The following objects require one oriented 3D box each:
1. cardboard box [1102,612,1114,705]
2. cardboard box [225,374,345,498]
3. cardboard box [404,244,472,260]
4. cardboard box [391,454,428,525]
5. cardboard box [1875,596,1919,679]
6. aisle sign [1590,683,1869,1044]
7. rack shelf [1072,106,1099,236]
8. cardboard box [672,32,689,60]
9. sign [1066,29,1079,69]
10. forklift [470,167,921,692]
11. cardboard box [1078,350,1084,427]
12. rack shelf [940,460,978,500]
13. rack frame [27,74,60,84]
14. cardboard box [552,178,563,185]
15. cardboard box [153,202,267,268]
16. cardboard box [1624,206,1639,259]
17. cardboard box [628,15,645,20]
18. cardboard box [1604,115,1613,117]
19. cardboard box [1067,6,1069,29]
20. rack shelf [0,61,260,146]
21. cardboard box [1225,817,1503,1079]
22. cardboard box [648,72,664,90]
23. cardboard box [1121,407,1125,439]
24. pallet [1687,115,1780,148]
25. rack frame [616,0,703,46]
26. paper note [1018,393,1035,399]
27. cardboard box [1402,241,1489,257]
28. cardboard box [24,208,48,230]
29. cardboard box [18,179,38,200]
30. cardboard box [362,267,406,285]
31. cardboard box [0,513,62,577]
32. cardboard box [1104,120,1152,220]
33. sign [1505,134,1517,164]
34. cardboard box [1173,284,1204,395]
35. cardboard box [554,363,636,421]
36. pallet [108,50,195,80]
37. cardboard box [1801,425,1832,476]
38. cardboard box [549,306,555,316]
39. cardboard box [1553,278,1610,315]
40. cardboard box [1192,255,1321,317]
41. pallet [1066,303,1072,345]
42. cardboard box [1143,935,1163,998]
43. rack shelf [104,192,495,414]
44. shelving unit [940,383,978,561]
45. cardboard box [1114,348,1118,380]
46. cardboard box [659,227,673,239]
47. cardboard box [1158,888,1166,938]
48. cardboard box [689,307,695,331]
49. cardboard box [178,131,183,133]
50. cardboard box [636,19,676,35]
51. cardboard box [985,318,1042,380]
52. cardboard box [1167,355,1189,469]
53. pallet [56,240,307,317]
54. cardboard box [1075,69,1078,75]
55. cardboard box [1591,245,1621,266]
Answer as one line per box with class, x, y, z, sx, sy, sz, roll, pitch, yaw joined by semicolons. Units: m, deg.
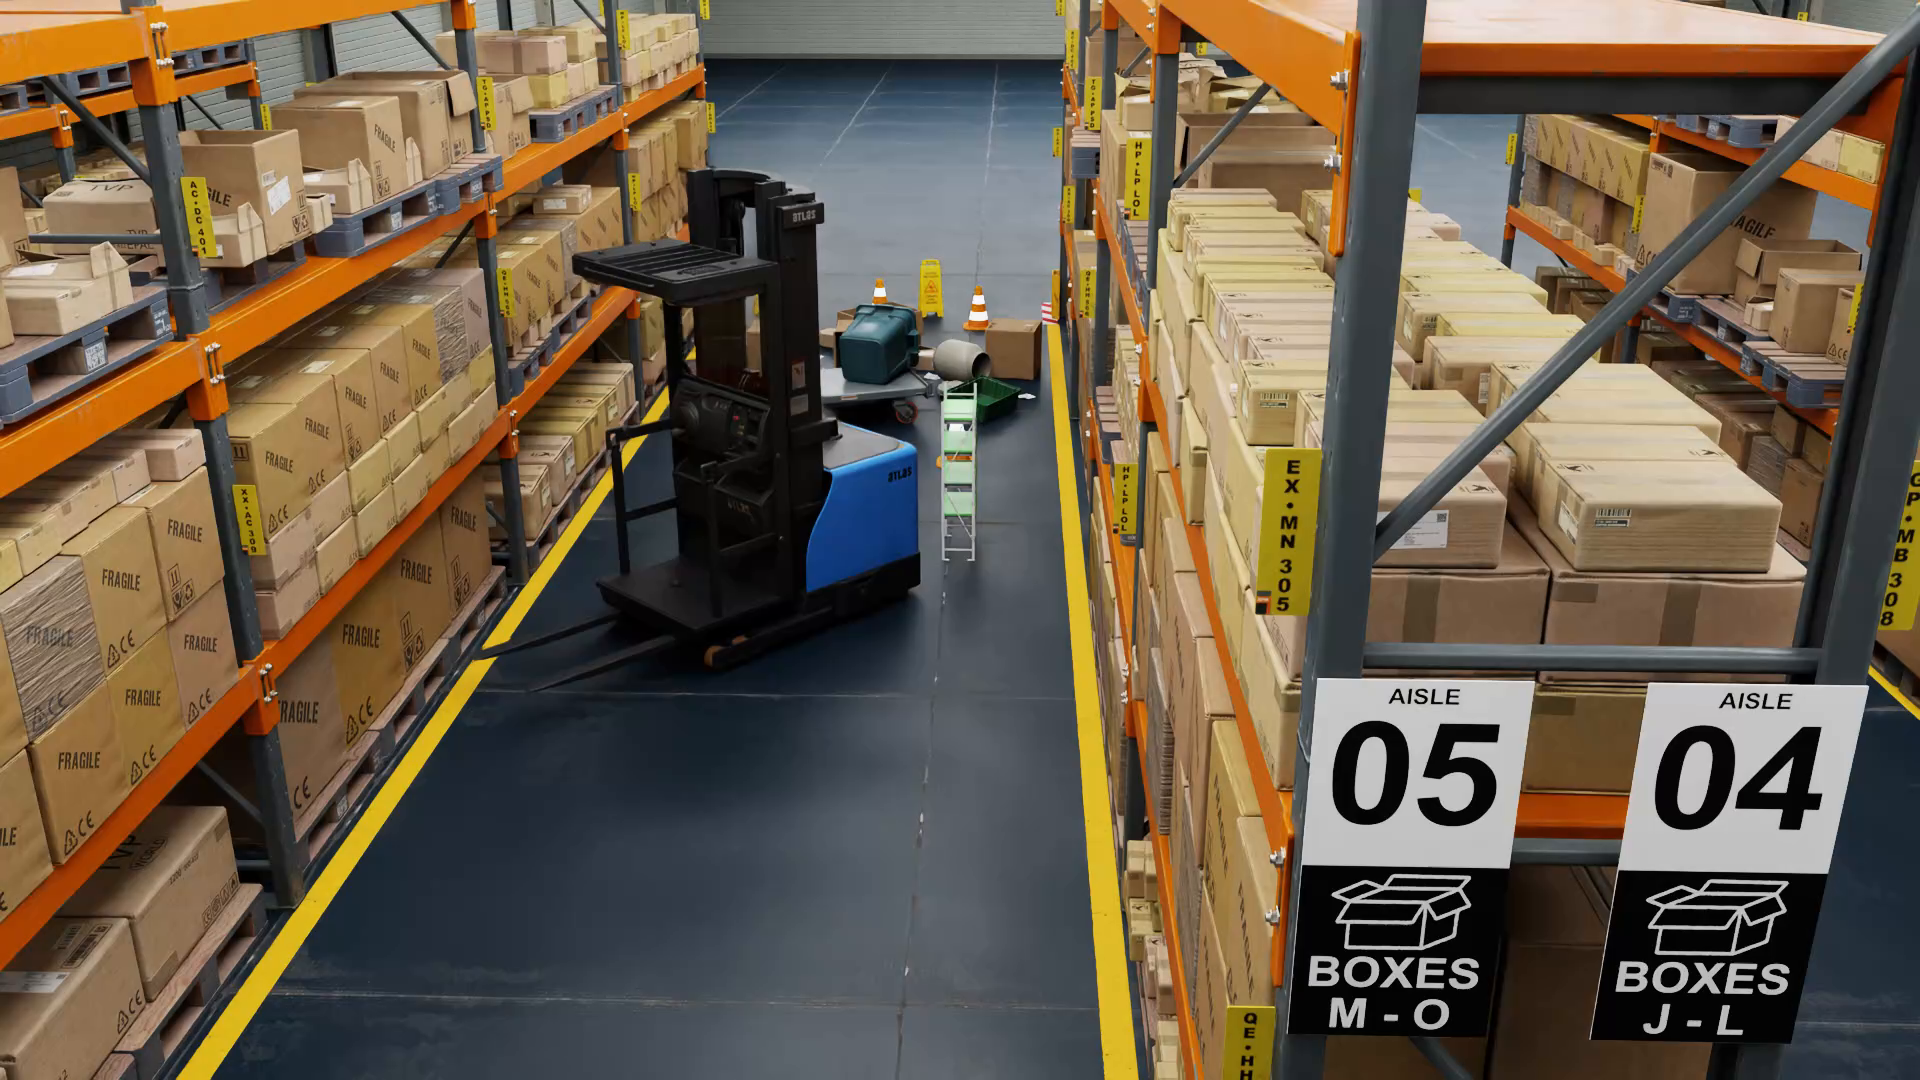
cardboard box;1.082;0.695;9.467;0.500;0.500;0.500;0;21;0
cardboard box;-3.387;-0.505;8.162;0.500;0.500;0.500;1;21;1
cardboard box;-3.813;-1.834;11.978;0.500;0.500;0.500;0;21;1
cardboard box;-3.328;-0.291;9.339;0.500;0.250;0.500;0;21;1
cardboard box;6.275;0.377;9.766;1.225;0.875;0.875;1;21;2
aisle sign;1.451;0.630;3.164;0.394;0.787;0.004;1;21;2
rack shelf;1.458;-2.866;12.617;1.077;0.370;4.000;1;21;2
cardboard box;-3.087;-5.088;17.145;0.500;0.250;0.500;0;21;1
sign;0.964;-4.208;14.257;0.100;0.325;0.005;1;21;2
forklift;-1.669;-0.751;10.414;1.130;2.935;3.031;20;29;41
cardboard box;1.590;-1.448;14.643;1.050;0.750;0.750;1;21;1
rack shelf;-0.005;-0.440;12.181;0.258;0.148;0.480;1;21;2
rack frame;-8.394;-5.394;13.991;1.000;3.000;0.127;1;21;2
cardboard box;-3.647;-3.267;16.252;0.500;0.500;0.500;1;21;3
cardboard box;-3.310;-1.360;7.347;0.396;0.266;0.258;0;21;1
cardboard box;6.549;-2.783;15.004;0.875;0.500;0.500;1;21;2
cardboard box;-3.517;-5.426;17.465;0.380;0.149;0.250;1;21;1
cardboard box;6.816;-4.150;17.147;0.500;0.500;0.500;1;21;2
cardboard box;1.355;-5.327;17.042;0.500;0.250;0.500;0;21;1
rack shelf;-8.333;-4.384;16.528;1.077;0.370;4.000;1;21;2
cardboard box;0.919;0.993;3.892;0.500;0.500;0.500;0;21;1
cardboard box;-3.051;-4.401;15.925;0.380;0.149;0.250;0;21;1
cardboard box;1.159;-0.707;9.971;0.380;0.149;0.250;2;21;4
pallet;6.320;-3.149;12.611;1.213;0.211;1.003;1;21;2
rack frame;-3.310;-6.787;17.582;1.000;3.000;0.127;1;21;2
paper note;0.634;-1.395;16.082;0.147;0.020;0.142;-16;26;-35
cardboard box;1.516;-0.888;5.489;0.380;0.149;0.250;0;21;-1
cardboard box;-8.182;-2.821;14.617;0.380;0.149;0.250;1;21;3
cardboard box;-8.686;-3.204;15.194;0.380;0.149;0.250;1;21;2
cardboard box;-3.813;-1.435;10.560;0.500;0.500;0.500;0;21;0
cardboard box;-3.462;0.015;5.927;0.380;0.149;0.250;0;21;1
cardboard box;1.106;-2.141;9.614;0.500;0.500;0.500;1;21;2
sign;6.053;-4.291;18.244;0.100;0.325;0.005;1;21;2
cardboard box;0.972;-0.662;5.458;0.500;0.250;0.500;1;21;3
cardboard box;-3.446;-1.325;14.850;0.950;0.372;0.625;1;21;2
pallet;-8.354;-4.703;16.480;1.003;0.211;1.213;1;21;2
cardboard box;6.342;-0.621;11.793;0.500;0.250;0.500;1;21;4
cardboard box;-3.334;-1.782;12.742;0.380;0.149;0.250;1;21;4
cardboard box;6.575;-2.470;17.623;0.500;0.500;0.500;6;22;16
cardboard box;0.937;-0.804;5.273;0.380;0.149;0.250;2;21;4
pallet;1.694;-2.383;18.378;1.003;0.211;1.213;1;21;2
cardboard box;0.980;1.814;7.067;0.380;0.149;0.250;1;21;1
rack shelf;-3.615;-1.438;8.936;1.077;0.370;4.000;1;21;2
shelving unit;-0.005;-0.500;12.158;0.258;1.200;0.503;1;21;2
cardboard box;1.182;-1.125;10.637;0.380;0.149;0.250;2;21;4
cardboard box;-3.054;-3.000;16.461;0.380;0.149;0.250;1;21;2
cardboard box;1.032;1.535;6.963;0.380;0.149;0.250;0;21;1
cardboard box;-3.090;-2.422;17.845;0.500;0.250;0.500;1;21;2
cardboard box;-8.496;-4.412;18.308;0.380;0.149;0.250;0;21;1
cardboard box;-3.120;-5.242;16.989;0.380;0.149;0.250;1;21;2
cardboard box;0.540;-1.935;16.821;0.500;0.500;0.500;4;22;11
cardboard box;0.956;-0.429;5.547;0.500;0.250;0.500;2;21;4
pallet;-3.697;-1.293;7.832;0.805;0.209;1.217;0;21;-1
cardboard box;1.210;-4.185;14.651;0.380;0.149;0.250;1;21;1
cardboard box;6.167;-2.671;15.613;0.380;0.149;0.250;1;21;2
